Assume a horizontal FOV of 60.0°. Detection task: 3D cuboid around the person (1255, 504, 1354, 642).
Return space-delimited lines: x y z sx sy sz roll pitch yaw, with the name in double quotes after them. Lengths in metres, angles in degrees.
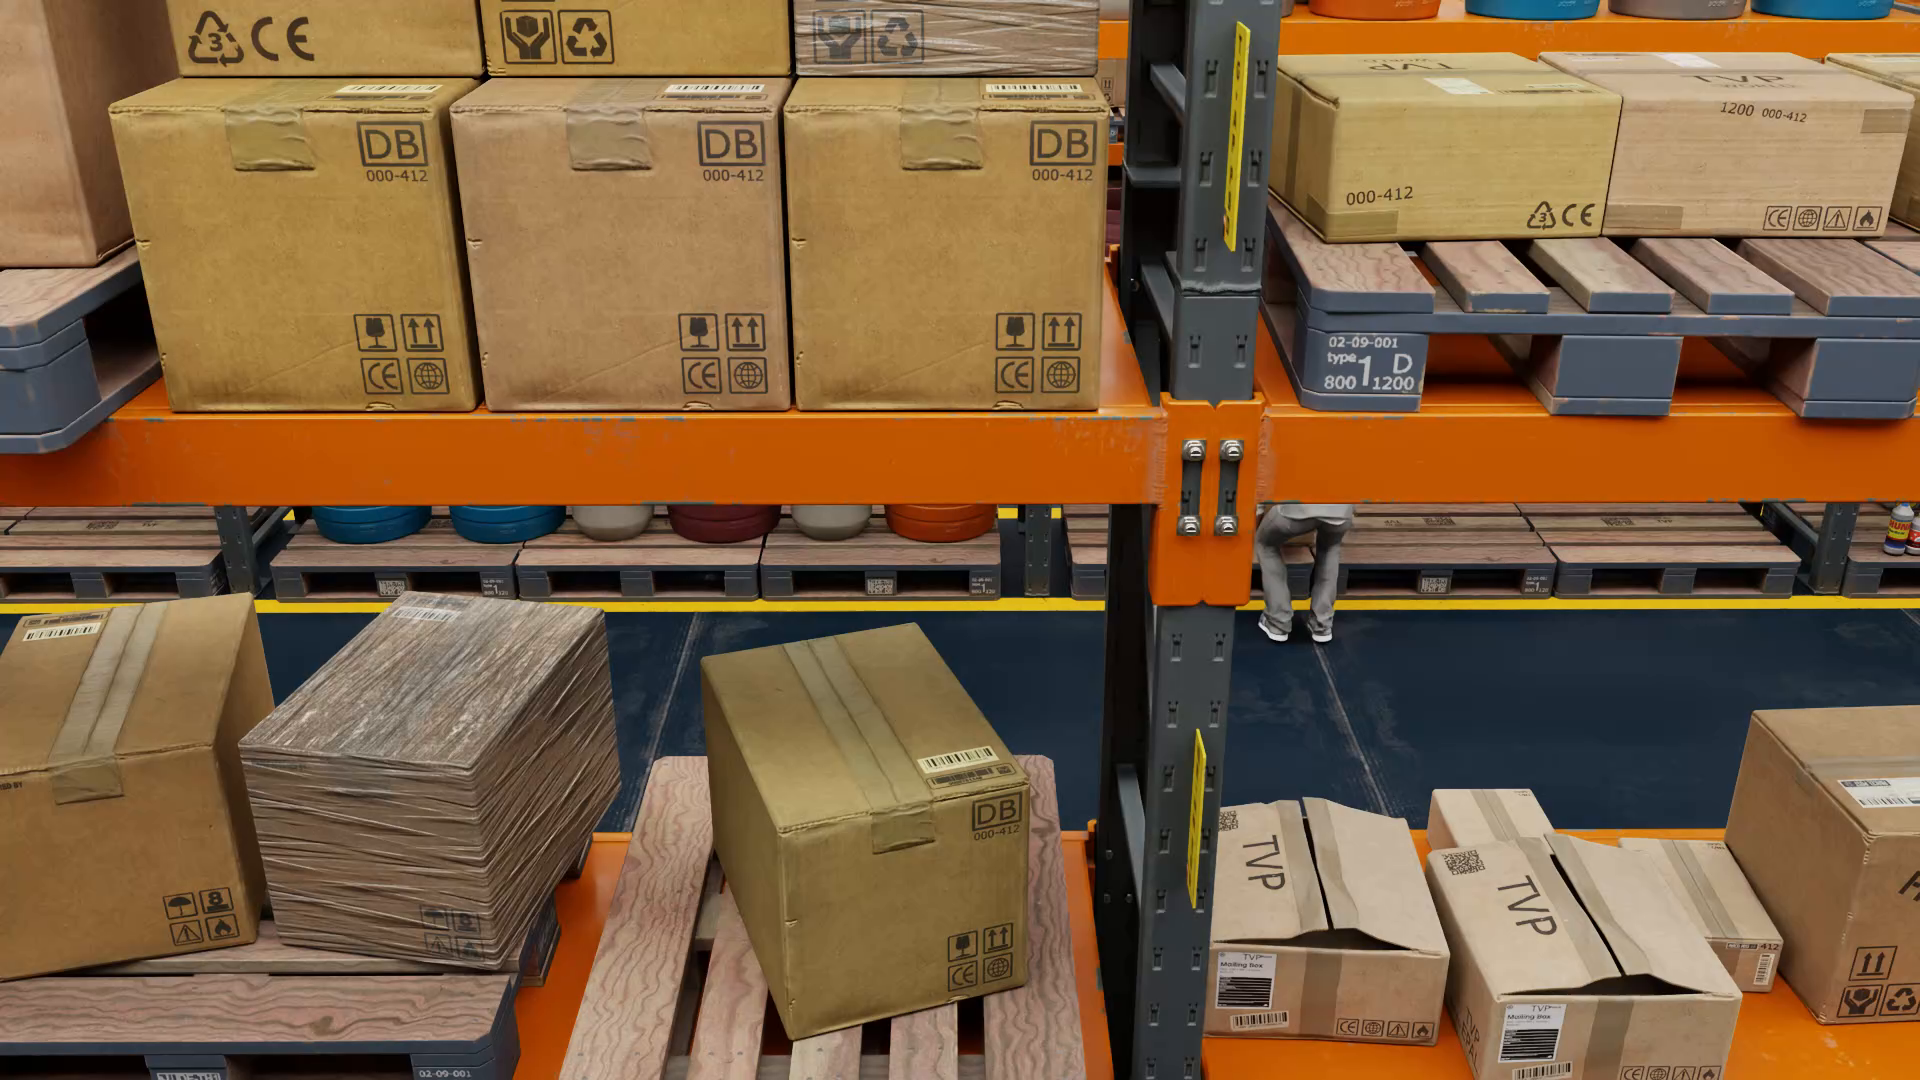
1.619 -0.084 7.986 0.418 1.032 0.850 -2 25 -3 "person"
